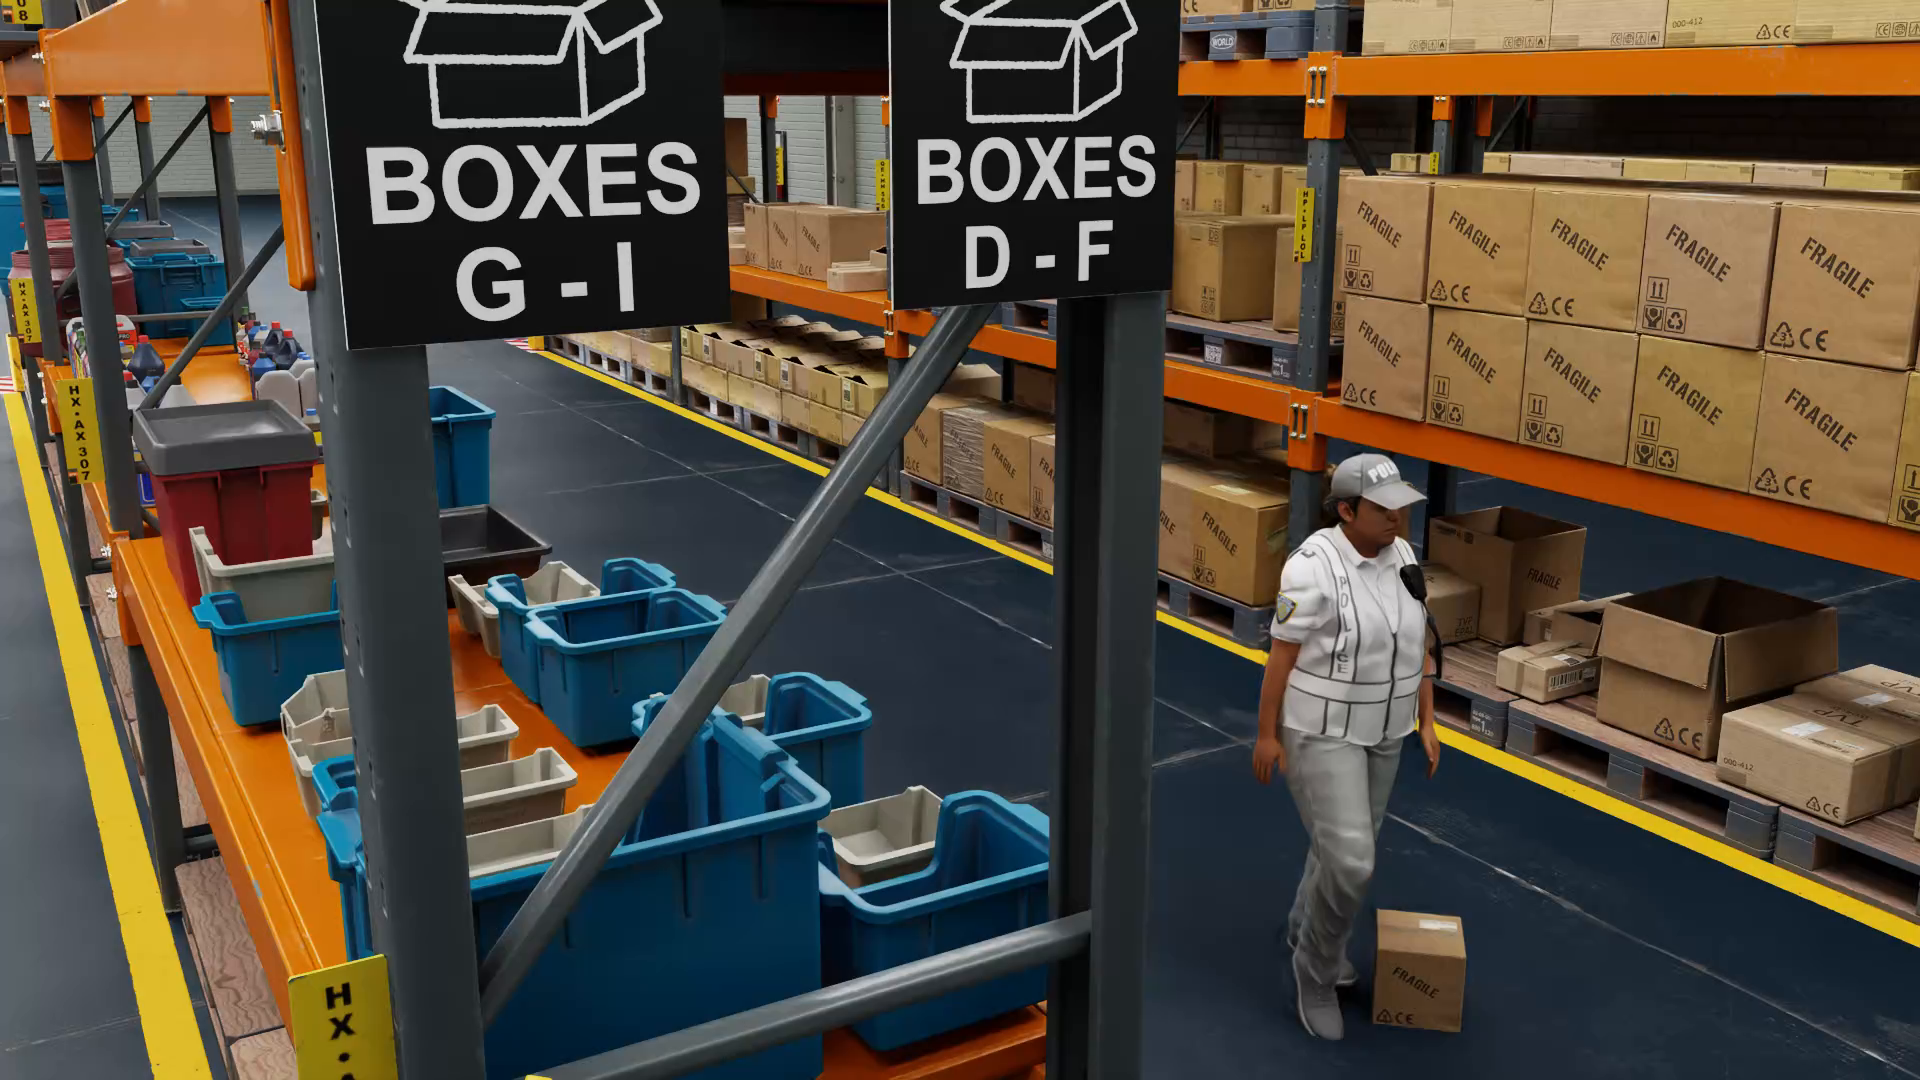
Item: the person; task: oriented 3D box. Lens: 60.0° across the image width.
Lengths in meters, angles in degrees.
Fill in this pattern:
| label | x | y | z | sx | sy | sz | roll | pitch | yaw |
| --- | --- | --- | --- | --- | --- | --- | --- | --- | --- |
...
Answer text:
| label | x | y | z | sx | sy | sz | roll | pitch | yaw |
| --- | --- | --- | --- | --- | --- | --- | --- | --- | --- |
| person | 1.133 | 0.588 | 4.835 | 0.525 | 1.712 | 0.527 | -9 | 17 | -30 |
